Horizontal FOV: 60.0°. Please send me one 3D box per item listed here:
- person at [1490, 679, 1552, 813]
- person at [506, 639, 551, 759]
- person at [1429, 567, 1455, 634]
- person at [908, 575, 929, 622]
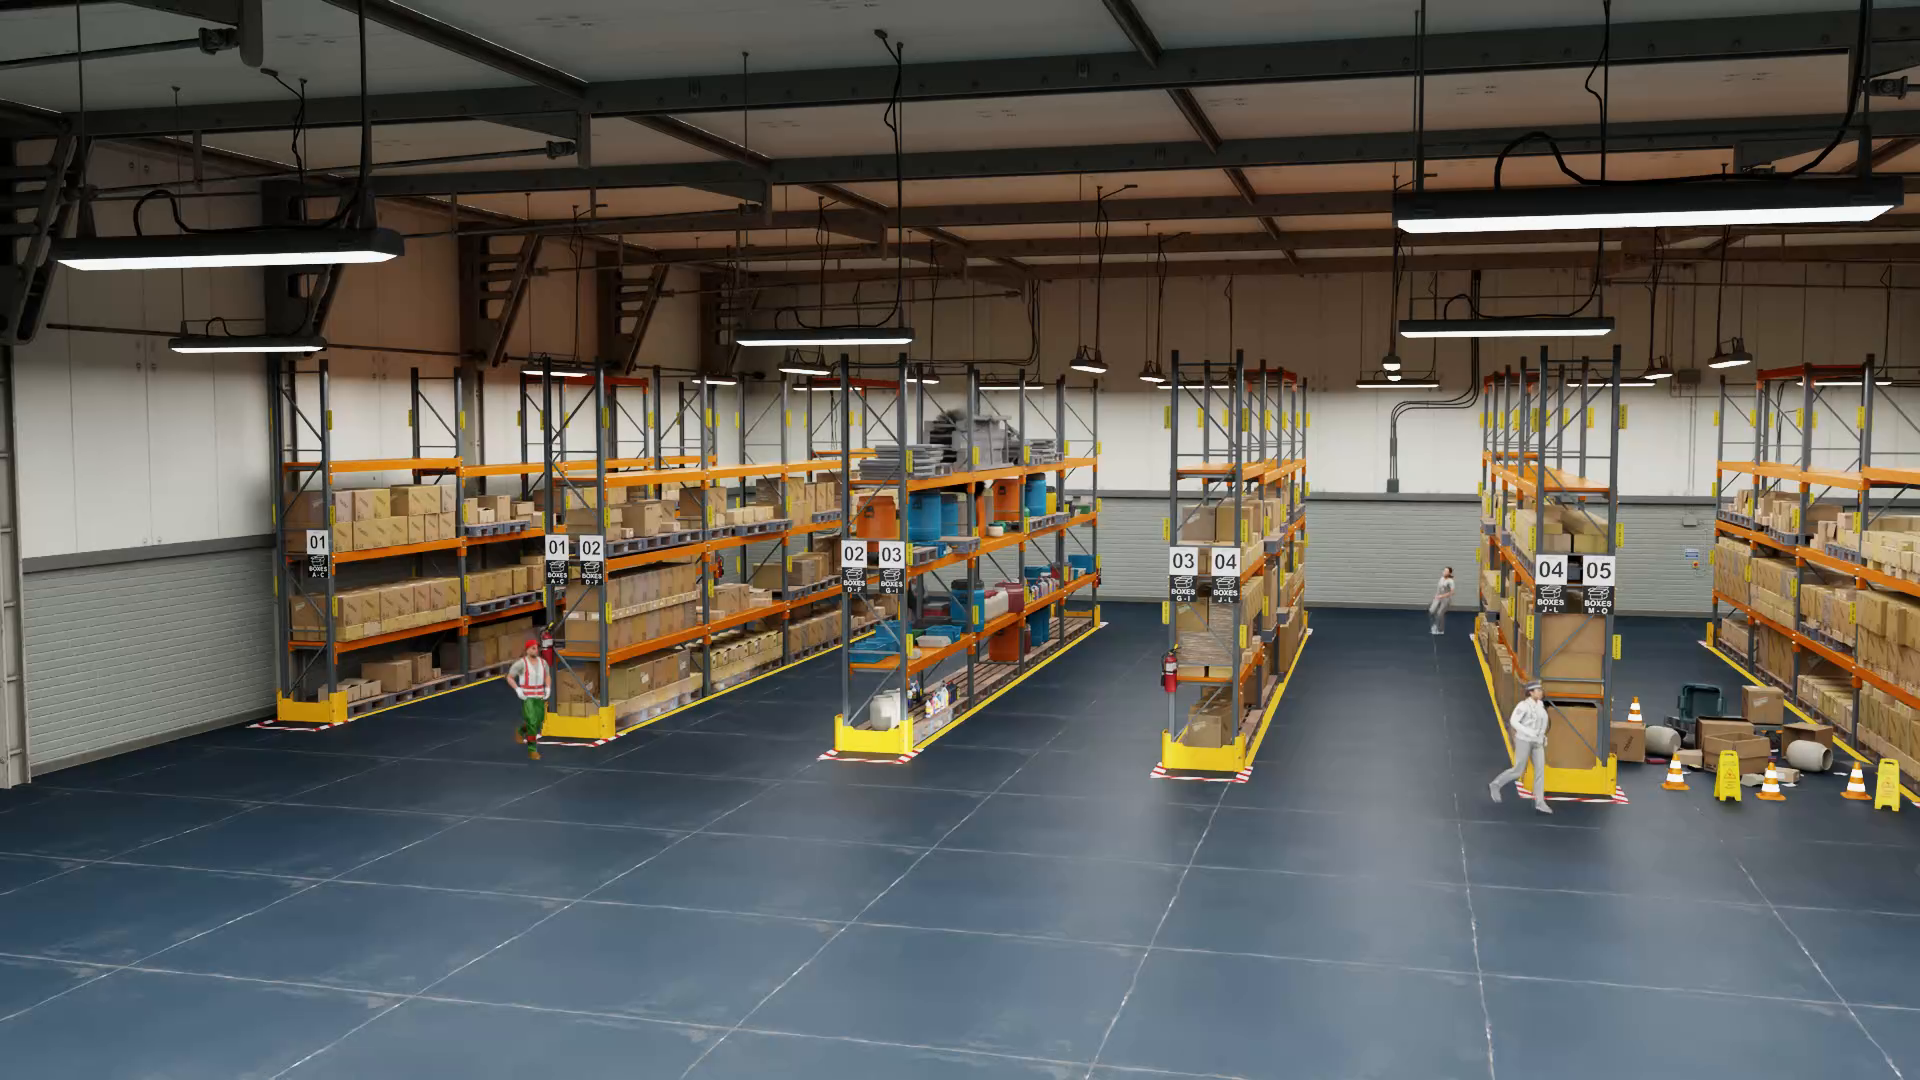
[{"bbox_3d":[7.346,2.611,21.411,0.621,1.650,0.944,-2,5,-29],"label":"person"},{"bbox_3d":[-6.445,2.354,24.895,0.773,1.764,0.693,4,6,45],"label":"person"},{"bbox_3d":[11.190,1.417,38.621,0.570,1.593,0.583,-3,5,-37],"label":"person"},{"bbox_3d":[-0.996,1.523,36.304,0.633,1.771,0.825,0,4,1],"label":"person"}]
